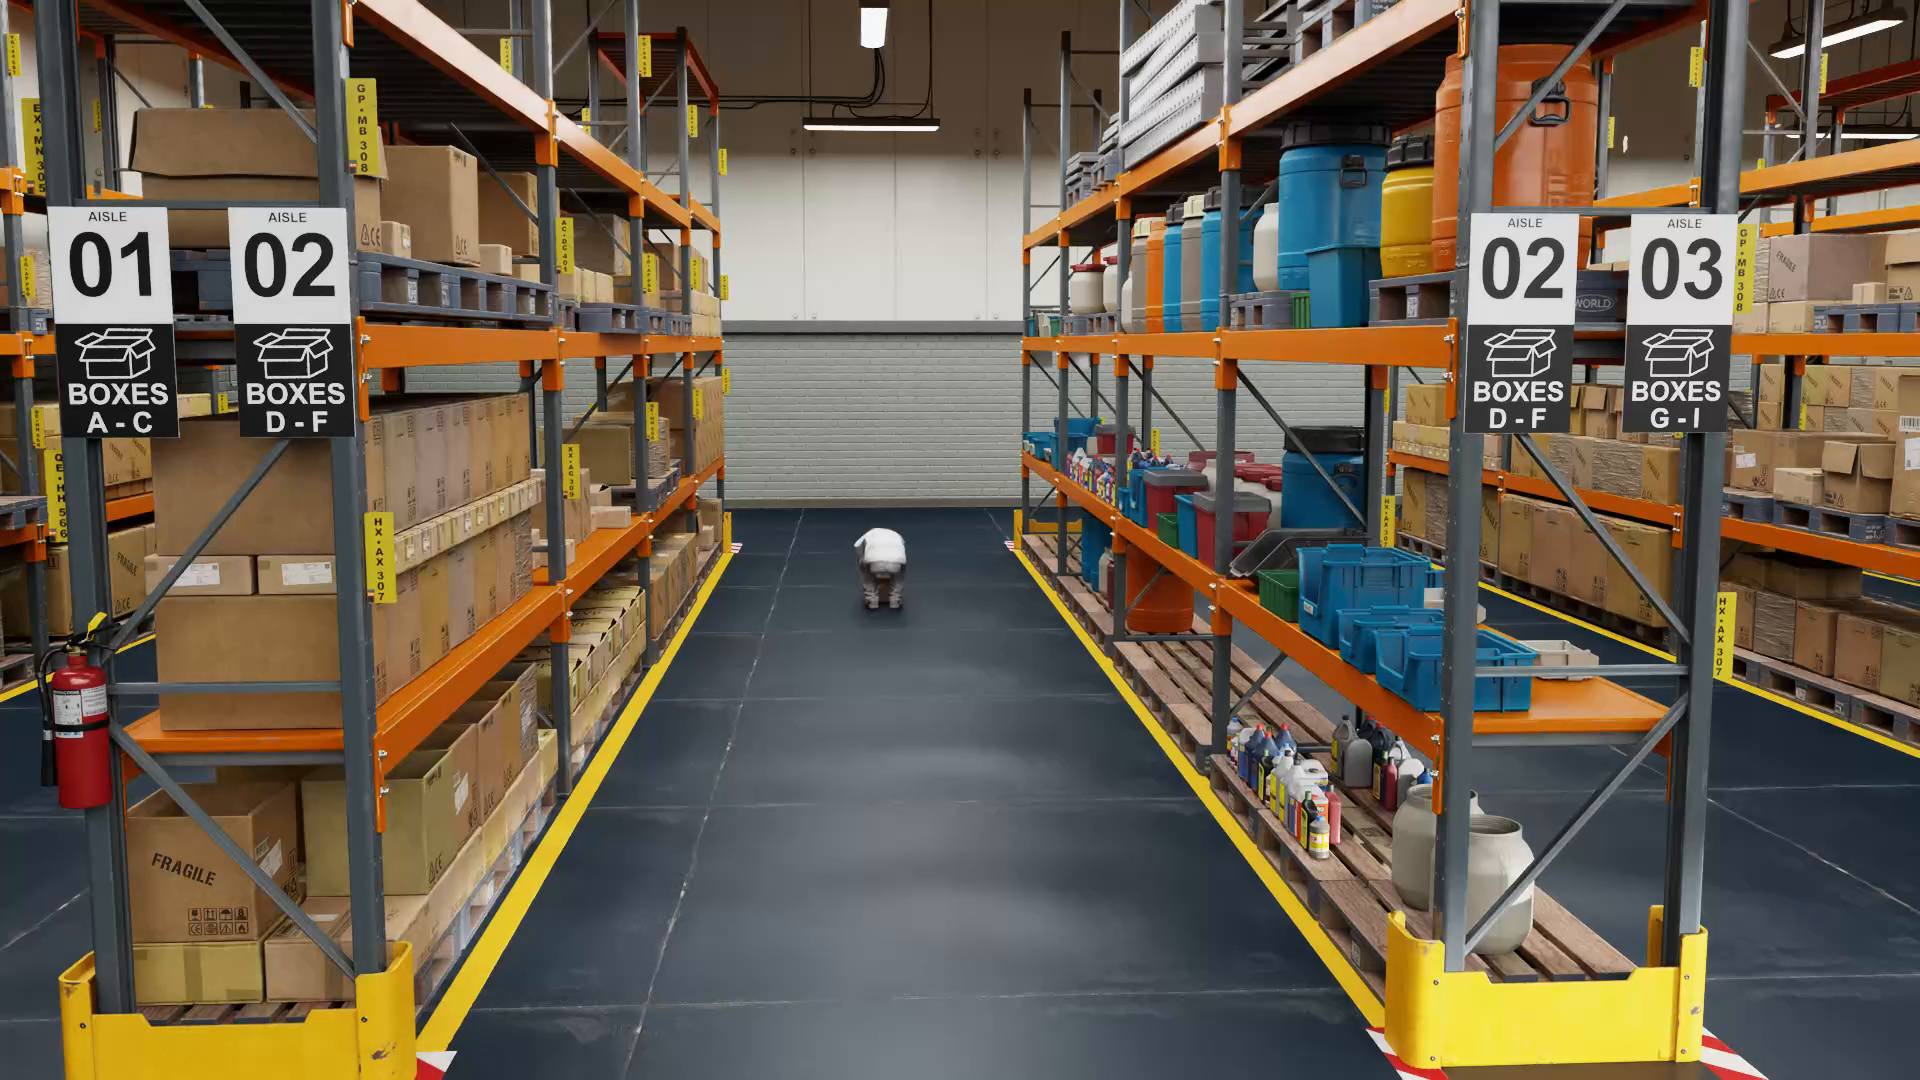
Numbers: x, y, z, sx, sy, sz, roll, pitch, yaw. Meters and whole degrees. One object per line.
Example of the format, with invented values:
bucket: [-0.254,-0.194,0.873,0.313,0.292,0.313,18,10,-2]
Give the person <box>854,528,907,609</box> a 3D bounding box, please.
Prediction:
person: [-0.832,0.301,17.423,0.543,0.813,0.979,-1,7,-5]
